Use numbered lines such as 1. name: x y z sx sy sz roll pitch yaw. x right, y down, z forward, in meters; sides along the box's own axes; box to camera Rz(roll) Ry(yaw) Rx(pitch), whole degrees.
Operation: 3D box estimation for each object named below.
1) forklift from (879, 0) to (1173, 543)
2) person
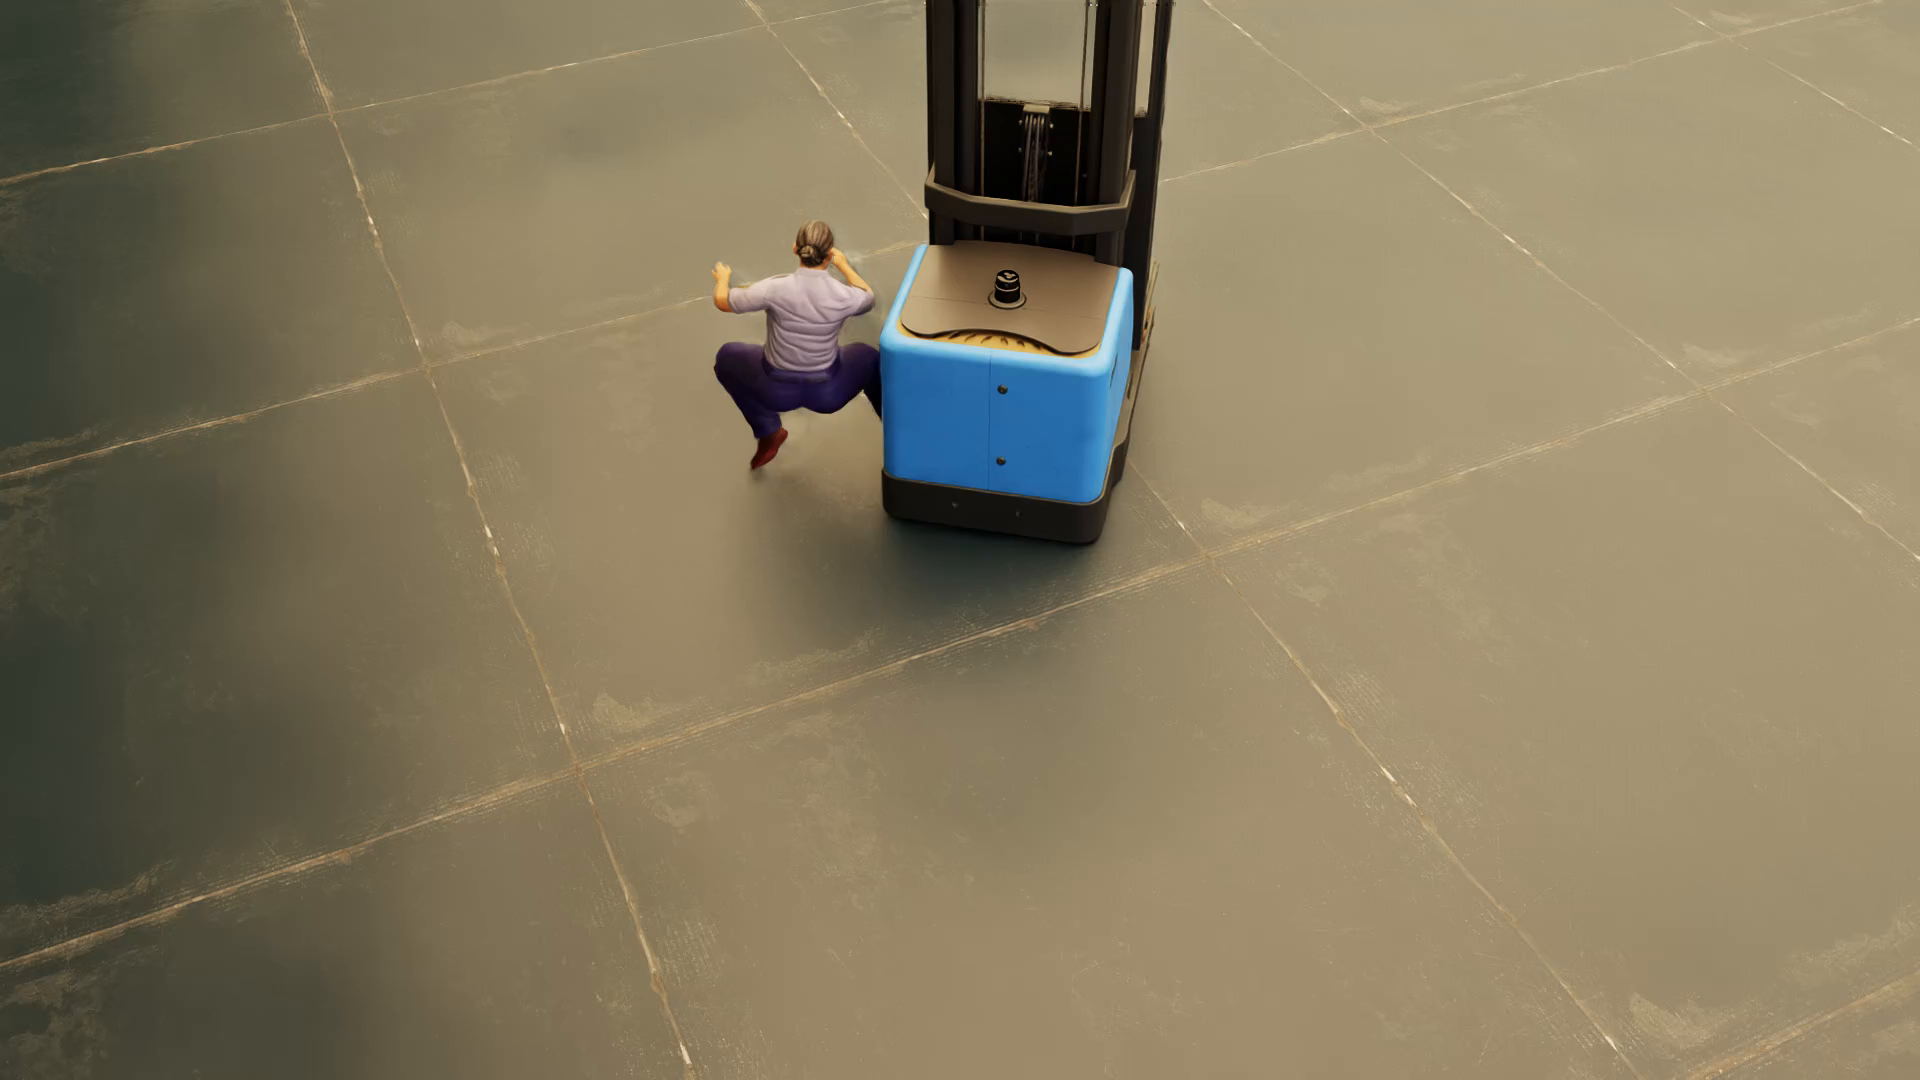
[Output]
1. forklift: 0.440 -2.074 7.902 1.130 2.935 3.031 8 44 9
2. person: -0.693 -0.929 7.791 0.959 1.410 0.722 -2 43 -2
